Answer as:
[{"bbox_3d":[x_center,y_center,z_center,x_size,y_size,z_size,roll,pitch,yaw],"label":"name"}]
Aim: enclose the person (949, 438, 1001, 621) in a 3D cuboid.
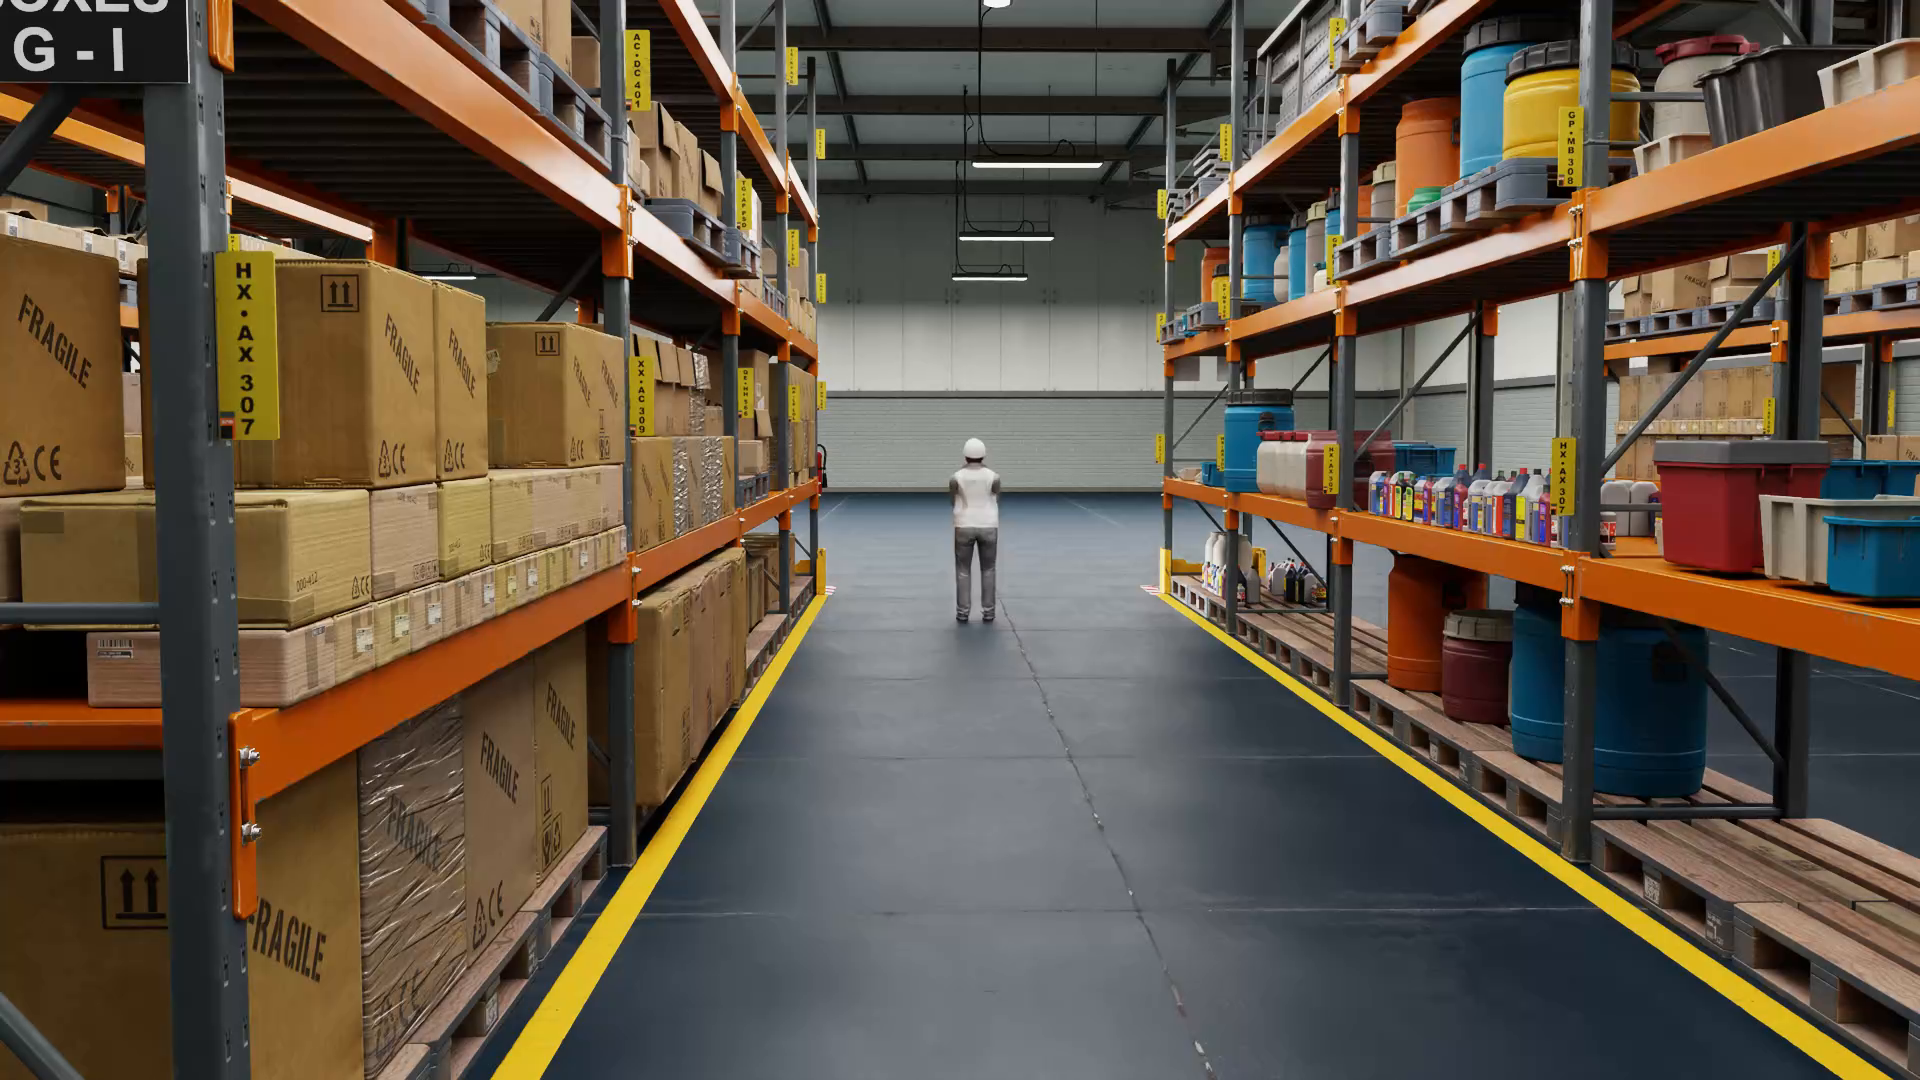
[{"bbox_3d":[0.141,-0.110,16.242,0.499,1.770,0.551,0,4,-2],"label":"person"}]
